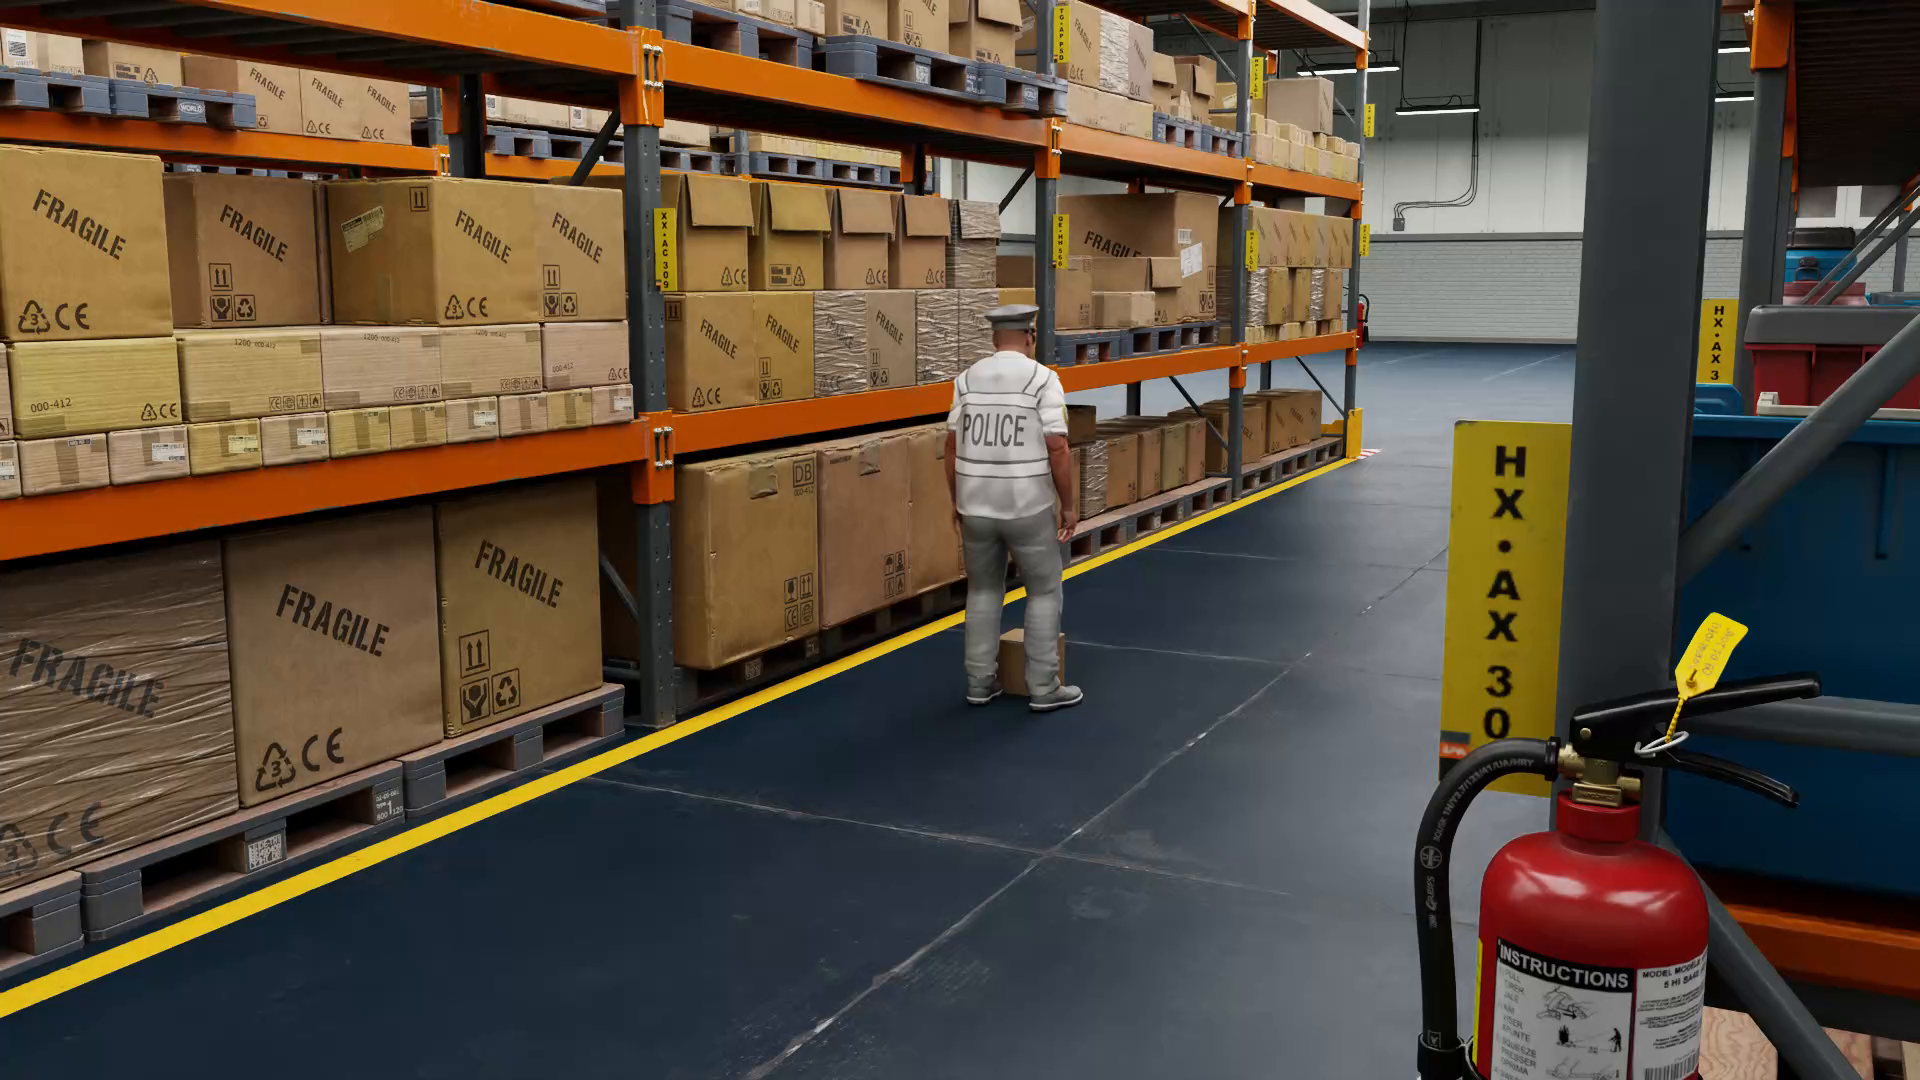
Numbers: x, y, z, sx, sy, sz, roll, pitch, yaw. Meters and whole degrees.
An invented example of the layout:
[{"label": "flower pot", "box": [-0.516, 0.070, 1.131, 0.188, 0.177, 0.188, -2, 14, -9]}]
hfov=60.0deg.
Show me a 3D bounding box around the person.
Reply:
[{"label": "person", "box": [0.213, -0.141, 7.230, 0.588, 1.748, 0.435, 4, 10, 25]}]
